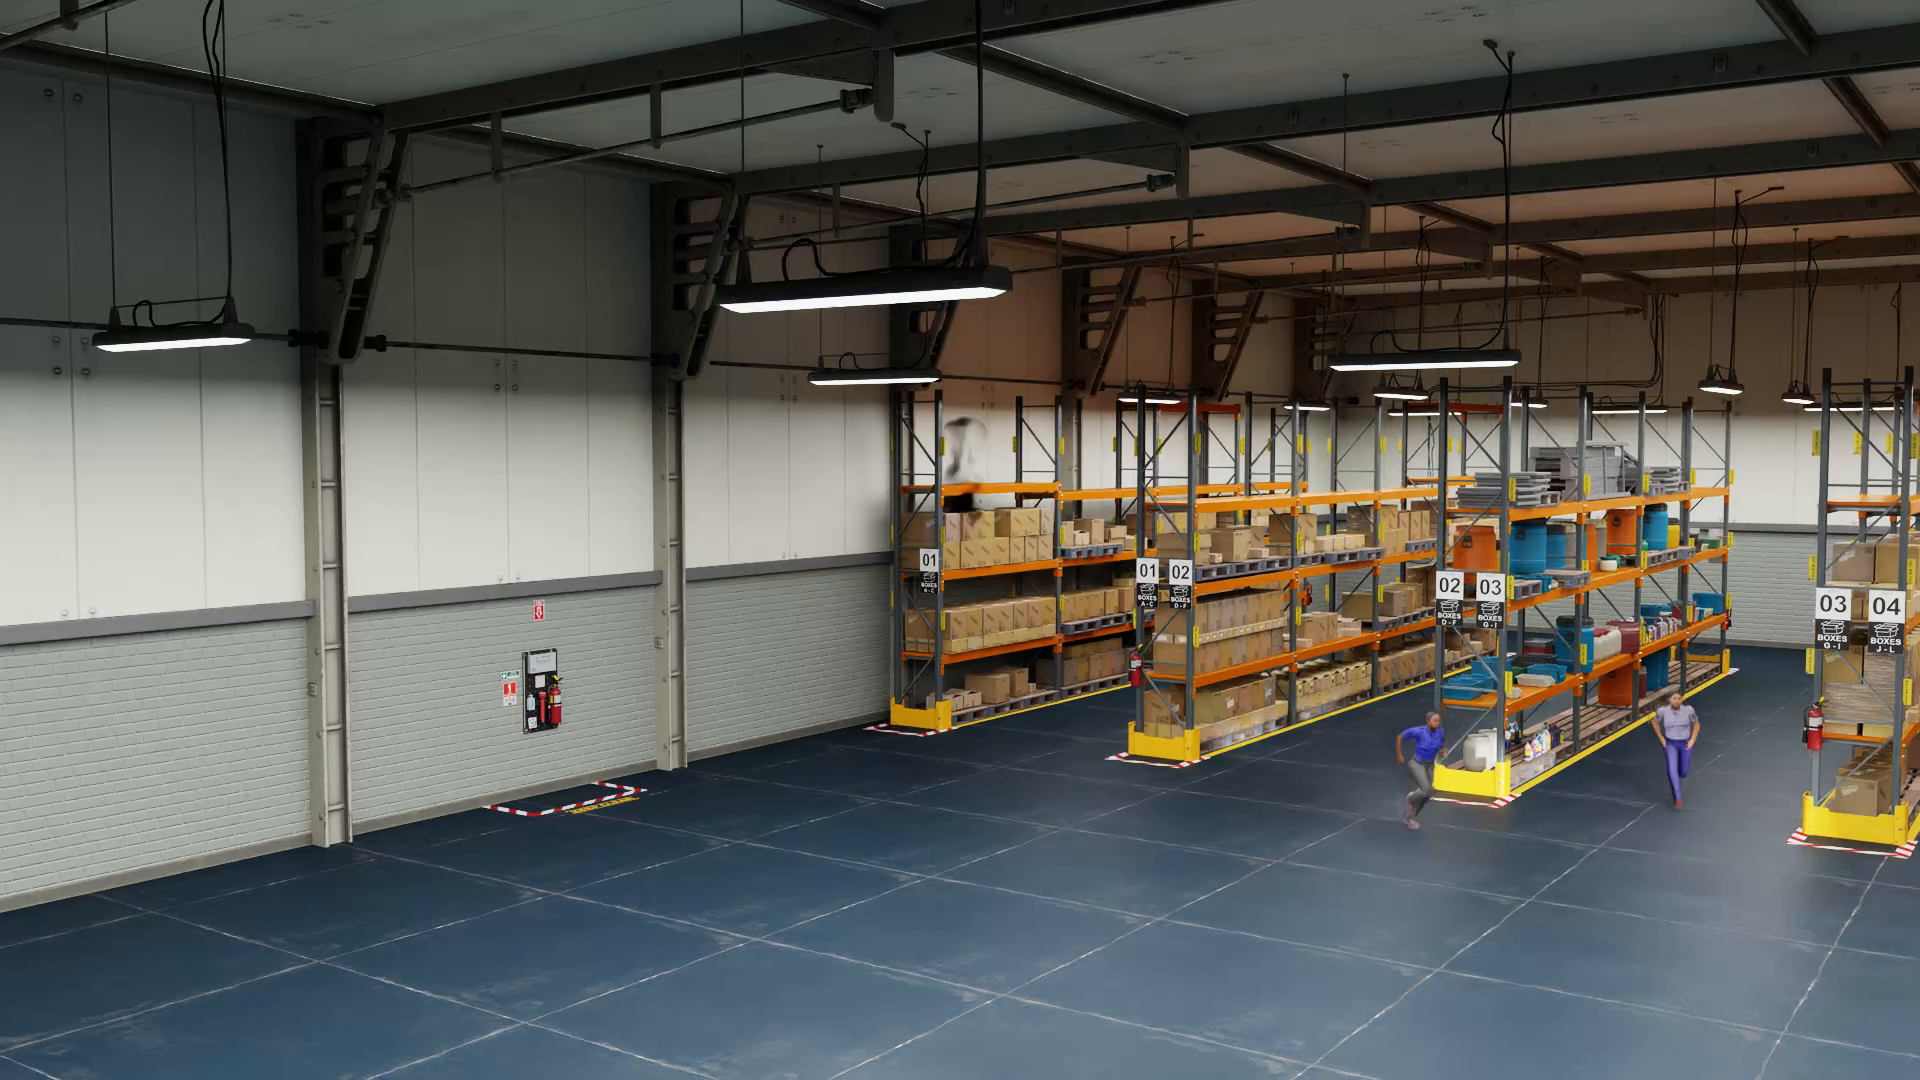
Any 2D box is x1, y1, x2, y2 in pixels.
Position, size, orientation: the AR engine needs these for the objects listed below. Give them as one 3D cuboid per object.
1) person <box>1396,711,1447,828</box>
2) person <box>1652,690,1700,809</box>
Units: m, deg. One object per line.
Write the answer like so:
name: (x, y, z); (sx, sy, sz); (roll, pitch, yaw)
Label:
person: (6.055, 2.997, 21.664); (0.562, 1.578, 0.724); (-2, 4, -26)
person: (10.048, 2.917, 23.353); (0.608, 1.634, 0.849); (1, 3, 15)
